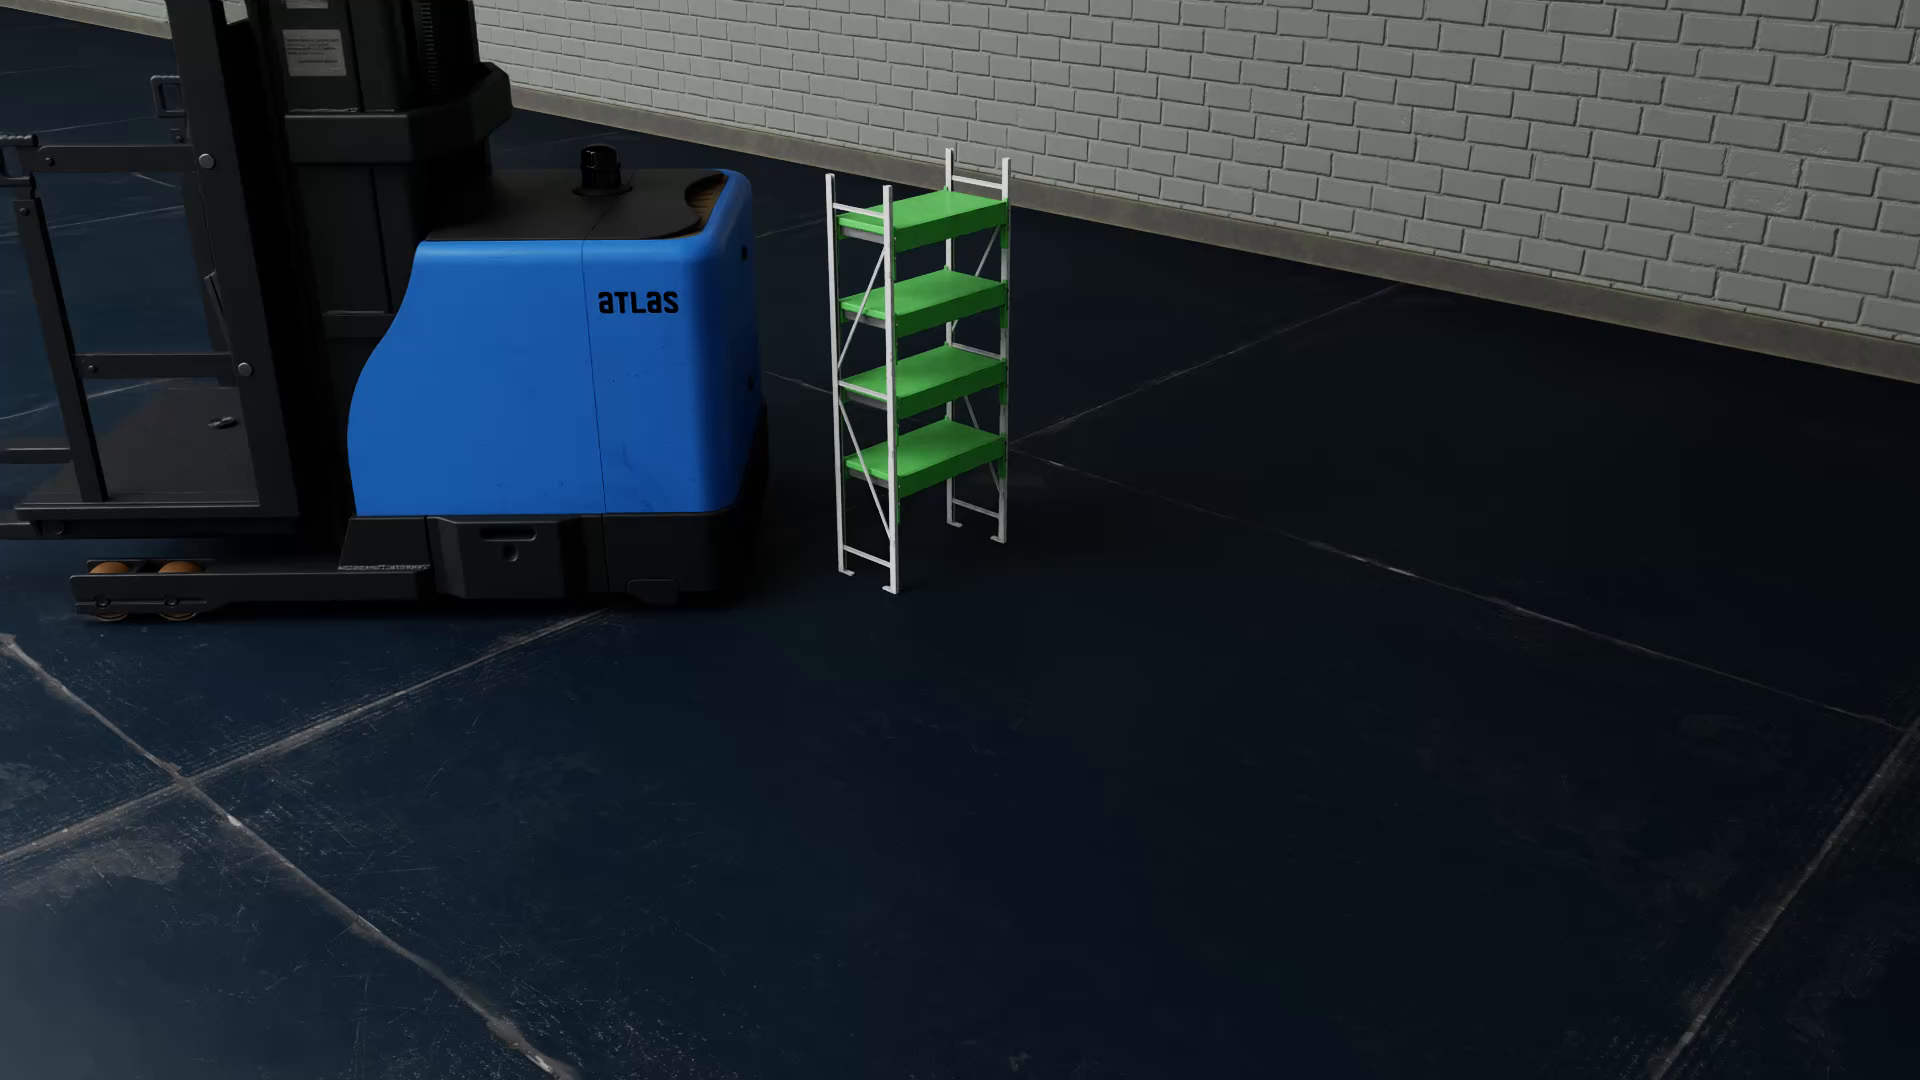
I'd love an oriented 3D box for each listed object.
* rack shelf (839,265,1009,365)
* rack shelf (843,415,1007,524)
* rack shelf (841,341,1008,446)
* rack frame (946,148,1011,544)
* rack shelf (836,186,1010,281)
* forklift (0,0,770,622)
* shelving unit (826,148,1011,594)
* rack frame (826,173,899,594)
[{"bbox_3d":[-0.110,-0.658,4.820,0.258,0.148,0.480,20,31,38],"label":"rack shelf"},{"bbox_3d":[-0.110,-0.220,5.016,0.258,0.148,0.480,20,31,38],"label":"rack shelf"},{"bbox_3d":[-0.110,-0.439,4.918,0.258,0.148,0.480,20,31,38],"label":"rack shelf"},{"bbox_3d":[0.052,-0.571,5.058,0.240,1.200,0.015,20,31,38],"label":"rack frame"},{"bbox_3d":[-0.110,-0.877,4.722,0.258,0.148,0.480,20,31,38],"label":"rack shelf"},{"bbox_3d":[-2.147,-1.324,4.621,3.031,2.935,1.130,-1,24,-1],"label":"forklift"},{"bbox_3d":[-0.110,-0.497,4.892,0.258,1.200,0.503,20,31,38],"label":"shelving unit"},{"bbox_3d":[-0.273,-0.423,4.726,0.240,1.200,0.015,20,31,38],"label":"rack frame"}]
